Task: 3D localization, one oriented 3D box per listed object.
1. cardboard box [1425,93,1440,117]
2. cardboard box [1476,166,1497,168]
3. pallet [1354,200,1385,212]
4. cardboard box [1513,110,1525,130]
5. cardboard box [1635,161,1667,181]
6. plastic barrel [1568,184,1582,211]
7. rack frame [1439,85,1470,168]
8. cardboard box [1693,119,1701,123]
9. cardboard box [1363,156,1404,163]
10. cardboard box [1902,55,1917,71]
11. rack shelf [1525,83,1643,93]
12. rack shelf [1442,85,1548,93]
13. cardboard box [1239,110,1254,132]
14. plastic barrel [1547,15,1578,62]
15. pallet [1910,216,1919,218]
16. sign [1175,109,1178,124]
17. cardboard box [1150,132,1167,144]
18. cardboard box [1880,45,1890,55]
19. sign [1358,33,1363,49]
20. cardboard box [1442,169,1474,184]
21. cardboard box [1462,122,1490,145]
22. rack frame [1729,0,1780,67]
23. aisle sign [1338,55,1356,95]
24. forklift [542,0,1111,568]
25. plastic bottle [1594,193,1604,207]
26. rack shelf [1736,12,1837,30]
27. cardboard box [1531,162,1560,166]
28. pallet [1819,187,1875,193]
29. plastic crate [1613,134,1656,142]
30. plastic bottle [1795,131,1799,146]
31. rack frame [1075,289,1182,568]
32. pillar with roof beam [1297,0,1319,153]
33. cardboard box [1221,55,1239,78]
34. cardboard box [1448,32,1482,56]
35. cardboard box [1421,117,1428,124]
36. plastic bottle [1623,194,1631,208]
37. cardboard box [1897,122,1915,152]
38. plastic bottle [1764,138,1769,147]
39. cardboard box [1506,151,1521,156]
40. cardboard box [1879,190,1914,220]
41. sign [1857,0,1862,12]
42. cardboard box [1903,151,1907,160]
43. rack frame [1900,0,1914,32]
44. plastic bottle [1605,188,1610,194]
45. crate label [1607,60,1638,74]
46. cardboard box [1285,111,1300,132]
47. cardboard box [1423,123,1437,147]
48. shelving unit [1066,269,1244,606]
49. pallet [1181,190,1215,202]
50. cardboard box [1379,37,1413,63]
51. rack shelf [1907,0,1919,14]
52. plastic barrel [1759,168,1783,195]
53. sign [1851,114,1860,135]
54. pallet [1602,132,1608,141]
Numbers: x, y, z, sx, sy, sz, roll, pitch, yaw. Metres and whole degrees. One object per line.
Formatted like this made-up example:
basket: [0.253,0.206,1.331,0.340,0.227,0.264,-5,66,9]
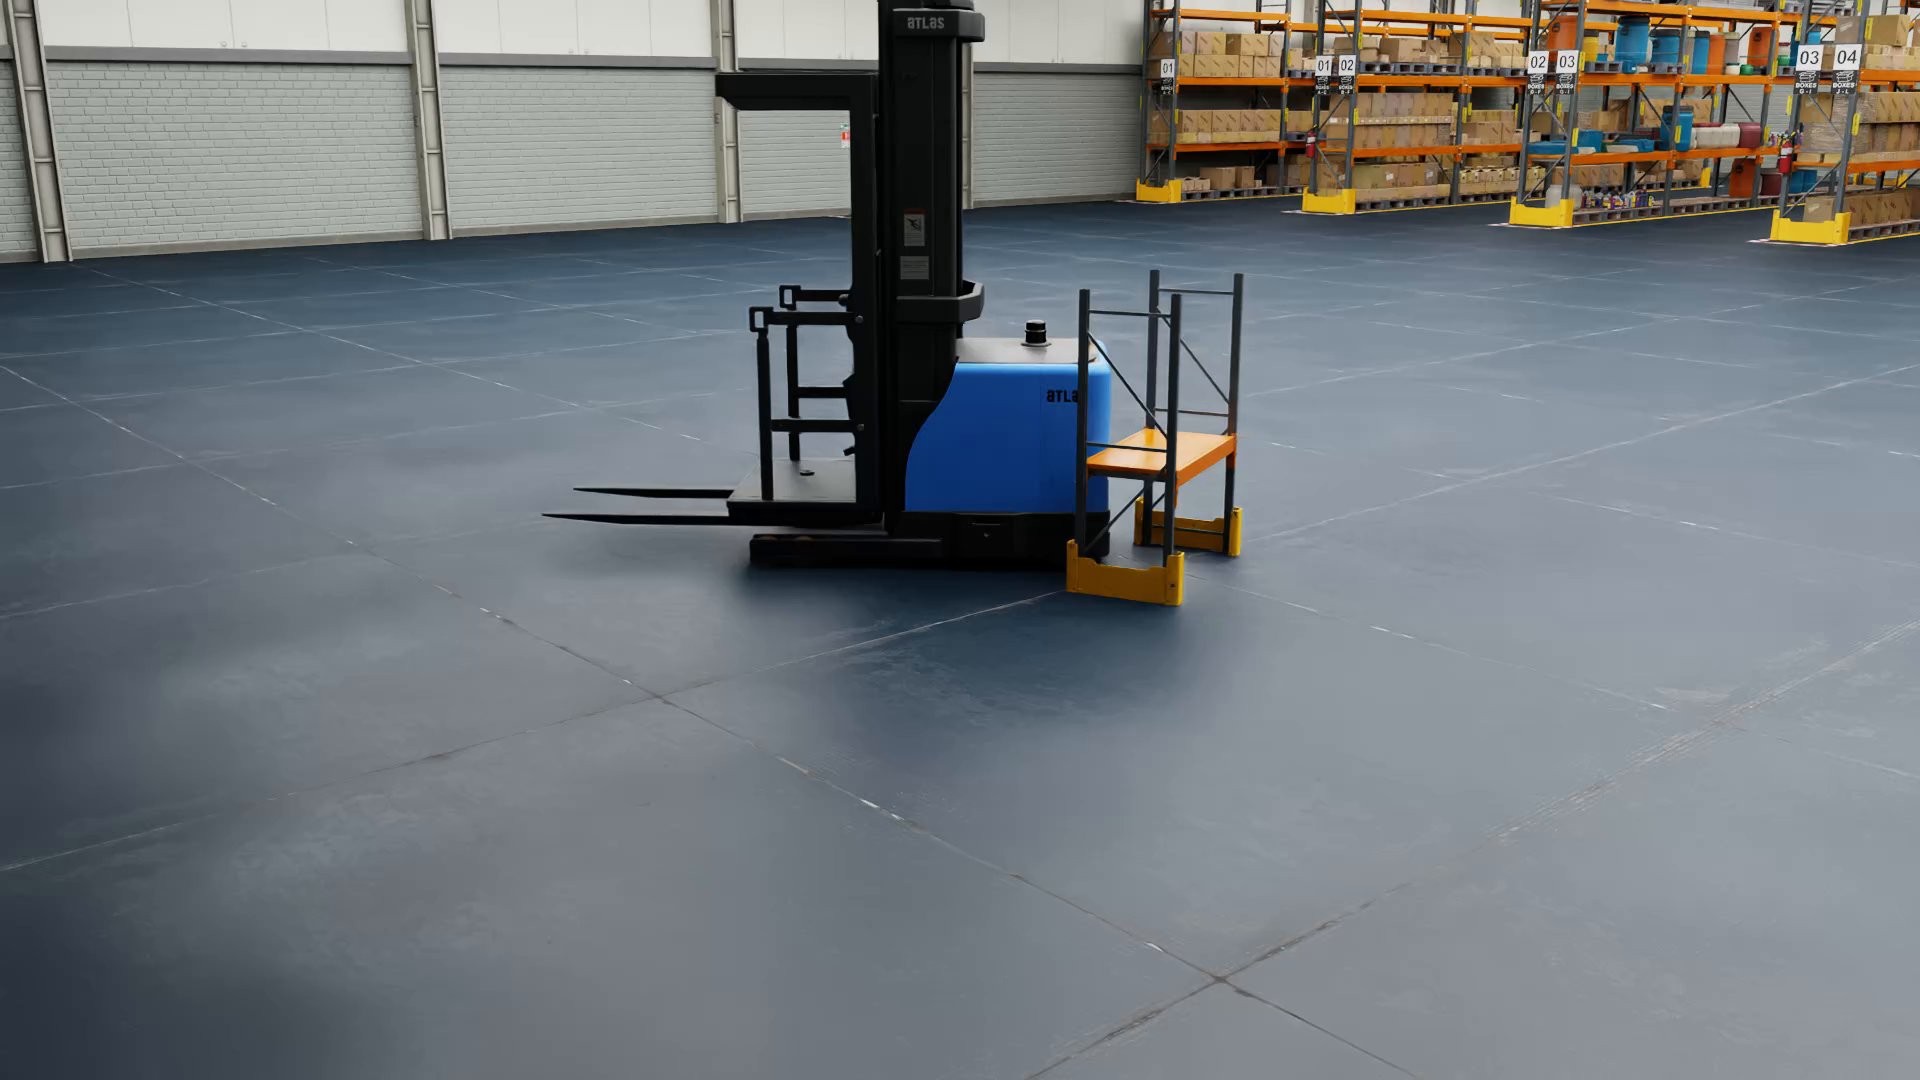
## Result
cardboard box: [10.167,-9.636,36.806,0.500,0.500,0.700,-13,20,-39]
cardboard box: [12.530,-8.738,39.579,0.500,0.311,0.500,-13,20,-41]
pallet: [8.410,-7.236,35.932,1.213,0.211,1.003,-13,19,-39]
cardboard box: [15.756,-12.051,47.973,0.700,0.700,0.980,-13,20,-40]
cardboard box: [18.327,-9.804,44.128,0.637,0.503,0.797,-13,19,-39]
plastic barrel: [11.933,-6.693,32.502,0.421,0.512,0.421,0,15,0]
rack frame: [13.658,-11.442,46.275,0.127,3.000,1.000,-13,19,-39]
cardboard box: [19.382,-10.987,44.377,0.500,0.500,0.500,-12,19,-39]
cardboard box: [11.282,-10.028,44.332,0.750,0.750,0.750,-13,20,-40]
cardboard box: [16.044,-8.186,28.560,0.500,0.250,0.500,-12,19,-38]
rack shelf: [15.404,-11.242,41.104,4.000,0.370,1.077,-13,19,-39]
rack shelf: [15.167,-12.883,47.249,4.000,0.370,1.077,-13,19,-39]
cardboard box: [6.710,-10.078,39.964,0.500,0.500,0.500,-13,20,-41]
plastic barrel: [11.392,-9.448,31.348,0.708,0.830,0.600,-13,19,-39]
pallet: [17.964,-5.979,31.226,1.213,0.211,1.003,-13,19,-39]
sign: [4.962,-9.722,38.158,0.005,0.325,0.100,-13,19,-39]
cardboard box: [4.831,-9.464,39.119,0.500,0.250,0.500,-12,19,-39]
cardboard box: [15.341,-8.212,27.886,0.250,0.149,0.380,-12,19,-37]
sign: [8.220,-10.247,34.138,0.005,0.325,0.100,-13,19,-39]
cardboard box: [11.353,-8.290,37.902,0.500,0.311,0.500,-13,19,-39]
cardboard box: [11.865,-9.388,38.390,0.500,0.500,0.500,-11,18,-35]
rack frame: [17.144,-11.735,35.744,0.127,3.000,1.000,-13,19,-39]
aisle sign: [8.012,-9.631,34.456,0.004,0.787,0.394,-13,19,-39]
forklift: [-0.712,-1.404,8.828,3.031,2.935,1.130,1,15,3]
plastic bottle: [12.898,-6.871,33.585,0.135,0.276,0.152,-13,19,-39]
rack shelf: [18.653,-11.533,37.156,4.000,0.370,1.077,-13,19,-39]
cardboard box: [14.486,-9.383,41.102,0.500,0.250,0.500,-12,19,-37]
pallet: [21.612,-8.506,40.687,1.213,0.211,1.003,-13,19,-39]
plastic crate: [13.648,-8.065,33.750,0.504,0.338,0.767,-13,19,-39]
plastic bottle: [18.852,-9.084,37.541,0.185,0.351,0.144,-13,19,-39]
rack frame: [0.799,-0.441,7.997,0.500,1.500,0.032,7,16,25]
pillar with roof beam: [11.918,-12.773,39.632,0.400,9.000,9.100,-13,19,-39]
cardboard box: [6.230,-11.192,39.294,0.500,0.500,0.500,-11,19,-36]
cardboard box: [11.369,-11.162,37.437,0.500,0.500,0.500,-12,19,-39]
cardboard box: [10.044,-9.225,36.524,0.250,0.149,0.380,-13,20,-40]
plastic bottle: [13.316,-6.776,33.230,0.135,0.276,0.152,-12,19,-38]
cardboard box: [16.286,-7.140,29.398,0.500,0.500,0.875,-13,19,-39]
plastic bottle: [17.683,-8.787,36.573,0.135,0.276,0.152,-13,19,-39]
cardboard box: [16.044,-11.190,48.103,0.250,0.149,0.380,-12,19,-38]
cardboard box: [17.050,-6.130,30.415,0.500,0.500,0.500,-13,20,-41]
sign: [20.521,-12.204,37.905,0.005,0.325,0.100,-13,19,-39]
cardboard box: [16.433,-6.777,29.296,0.250,0.149,0.380,-13,19,-39]
rack frame: [17.378,-10.093,29.597,0.127,3.000,1.000,-13,19,-39]
plastic bottle: [13.245,-7.035,34.057,0.185,0.351,0.144,-12,19,-38]
crate label: [12.738,-9.111,32.023,0.408,0.251,0.502,-13,19,-39]
cardboard box: [8.029,-10.428,41.430,0.500,0.500,0.700,-13,19,-39]
cardboard box: [10.154,-9.005,36.955,0.500,0.500,0.700,-13,20,-40]
shelving unit: [1.022,-0.562,8.448,0.587,1.500,1.083,7,16,25]
pallet: [5.299,-8.206,39.562,1.213,0.211,1.003,-13,19,-39]
cardboard box: [9.292,-10.442,35.438,0.500,0.500,0.500,-13,19,-39]
rack shelf: [18.887,-9.891,31.010,4.000,0.370,1.077,-13,19,-39]
plastic barrel: [18.354,-8.151,37.814,0.708,0.588,0.600,-13,19,-39]
sign: [14.717,-6.829,27.327,0.005,0.325,0.100,-13,19,-39]
pallet: [15.359,-10.039,41.392,1.213,0.211,1.003,-13,19,-39]
